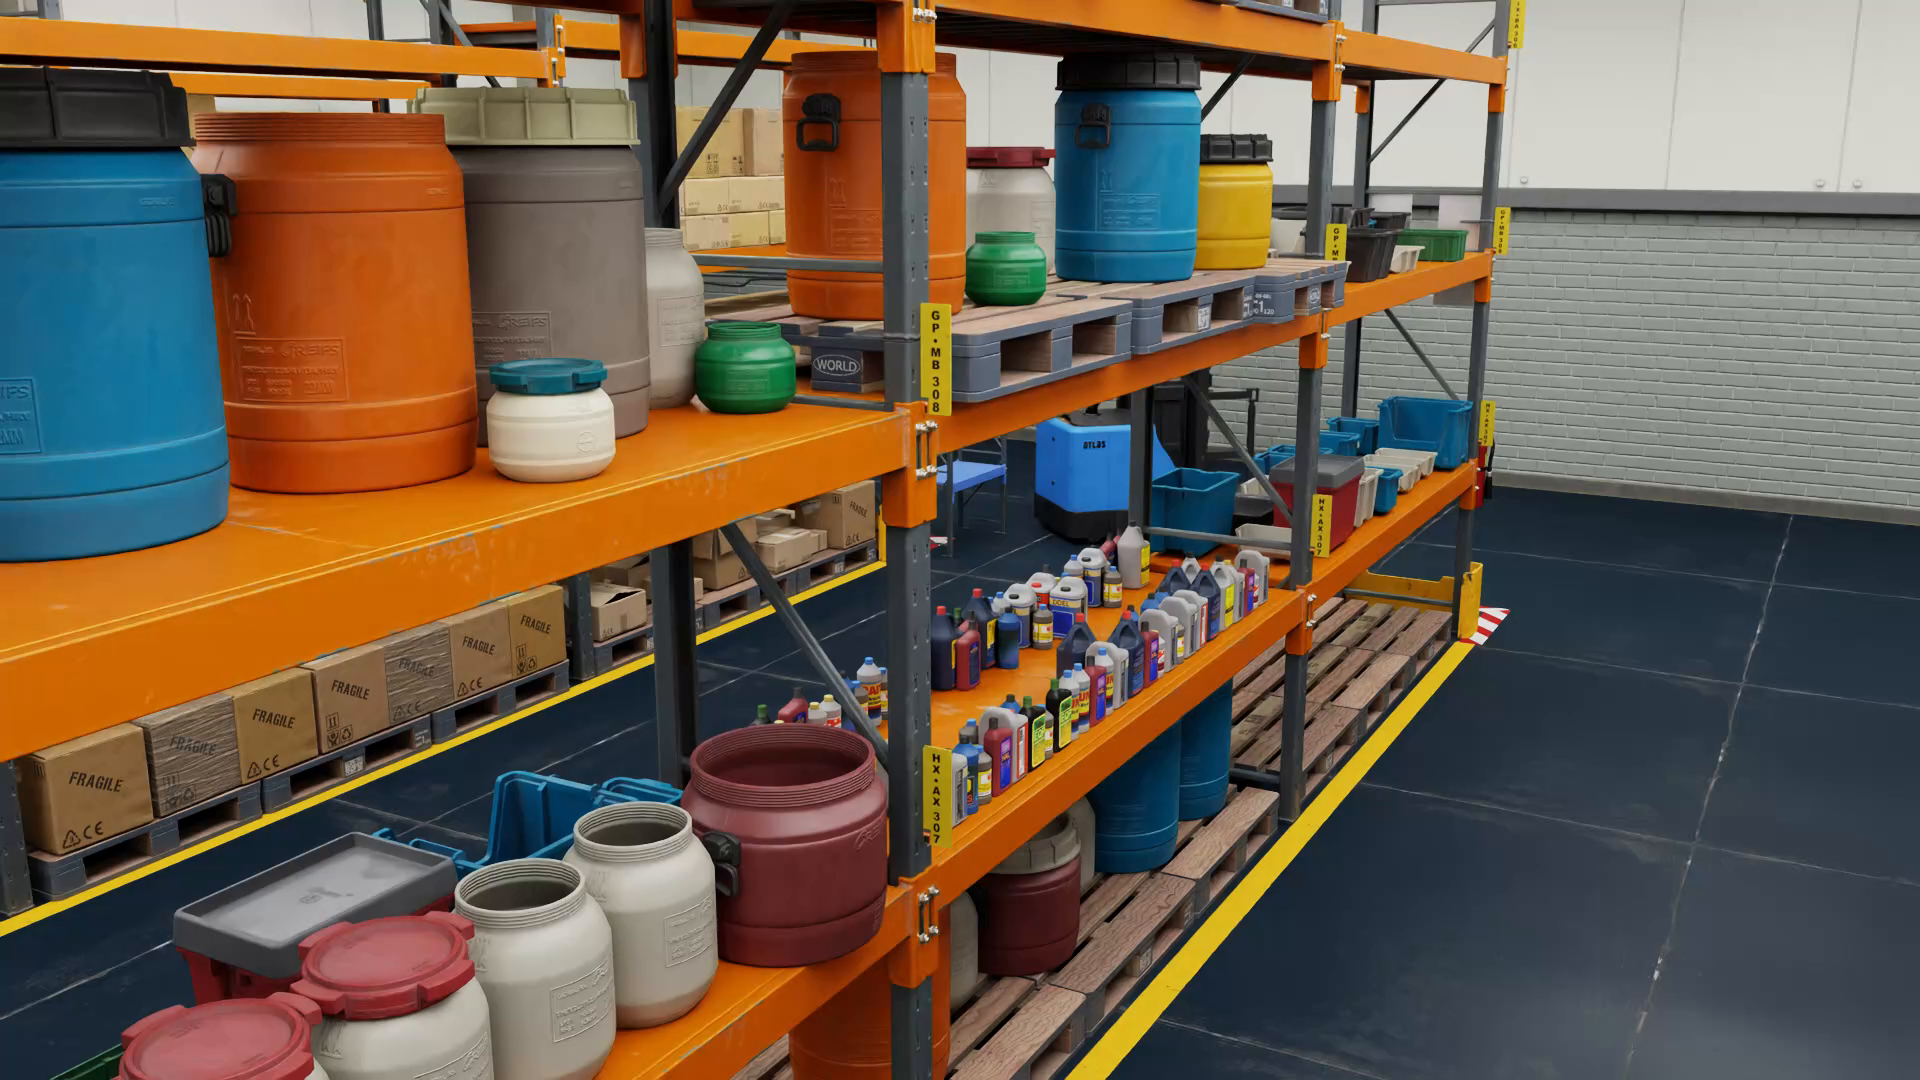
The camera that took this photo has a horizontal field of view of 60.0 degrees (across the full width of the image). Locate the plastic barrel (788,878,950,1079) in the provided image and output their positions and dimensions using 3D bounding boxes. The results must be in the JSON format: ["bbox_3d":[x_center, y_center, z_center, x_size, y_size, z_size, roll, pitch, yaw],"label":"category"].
[{"bbox_3d":[-0.334,1.568,6.081,0.600,0.830,0.708,7,15,28],"label":"plastic barrel"}]

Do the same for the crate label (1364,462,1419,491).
[{"bbox_3d":[2.810,-0.417,11.016,0.396,0.136,0.243,7,15,28],"label":"crate label"}]

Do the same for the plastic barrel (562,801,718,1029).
[{"bbox_3d":[-0.866,1.000,4.462,0.421,0.512,0.421,0,14,0],"label":"plastic barrel"}]

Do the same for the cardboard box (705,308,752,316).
[{"bbox_3d":[-1.735,-1.480,12.643,0.500,0.500,0.500,8,16,30],"label":"cardboard box"}]

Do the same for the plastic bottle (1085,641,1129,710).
[{"bbox_3d":[0.607,0.543,6.862,0.152,0.276,0.135,7,15,28],"label":"plastic bottle"}]

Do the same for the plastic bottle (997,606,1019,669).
[{"bbox_3d":[0.213,0.428,7.351,0.097,0.271,0.097,0,14,0],"label":"plastic bottle"}]

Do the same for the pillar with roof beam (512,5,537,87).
[{"bbox_3d":[-1.044,-5.025,16.893,9.100,9.000,0.400,7,15,28],"label":"pillar with roof beam"}]

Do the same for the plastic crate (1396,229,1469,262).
[{"bbox_3d":[3.085,-1.942,10.959,0.450,0.188,0.336,7,15,28],"label":"plastic crate"}]

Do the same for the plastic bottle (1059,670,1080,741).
[{"bbox_3d":[0.417,0.639,6.472,0.097,0.271,0.097,0,14,0],"label":"plastic bottle"}]

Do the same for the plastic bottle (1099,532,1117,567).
[{"bbox_3d":[0.763,0.110,8.644,0.061,0.283,0.133,7,15,28],"label":"plastic bottle"}]

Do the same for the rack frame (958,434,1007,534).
[{"bbox_3d":[0.205,-0.816,15.434,0.500,1.500,0.032,7,15,28],"label":"rack frame"}]

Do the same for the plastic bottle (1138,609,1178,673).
[{"bbox_3d":[0.873,0.430,7.330,0.152,0.276,0.135,7,15,28],"label":"plastic bottle"}]

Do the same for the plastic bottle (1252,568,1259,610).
[{"bbox_3d":[1.439,0.240,8.280,0.097,0.201,0.097,0,14,0],"label":"plastic bottle"}]

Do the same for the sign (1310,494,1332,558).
[{"bbox_3d":[1.859,-0.073,8.563,0.100,0.325,0.005,7,15,28],"label":"sign"}]

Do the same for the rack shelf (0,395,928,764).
[{"bbox_3d":[-1.522,0.121,3.482,1.077,0.370,4.000,7,15,28],"label":"rack shelf"}]

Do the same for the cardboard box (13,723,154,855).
[{"bbox_3d":[-4.419,1.198,8.277,0.500,0.500,0.500,8,16,30],"label":"cardboard box"}]

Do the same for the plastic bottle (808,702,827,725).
[{"bbox_3d":[-0.550,0.716,6.305,0.097,0.201,0.097,0,14,0],"label":"plastic bottle"}]

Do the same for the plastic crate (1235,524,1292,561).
[{"bbox_3d":[1.729,0.018,9.208,0.396,0.136,0.243,7,15,28],"label":"plastic crate"}]

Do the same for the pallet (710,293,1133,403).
[{"bbox_3d":[-0.100,-0.693,5.727,1.003,0.211,1.213,7,15,28],"label":"pallet"}]

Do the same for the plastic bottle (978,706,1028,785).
[{"bbox_3d":[0.161,0.733,6.076,0.152,0.276,0.135,7,15,28],"label":"plastic bottle"}]

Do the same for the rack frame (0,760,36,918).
[{"bbox_3d":[-4.890,0.257,7.782,1.000,3.000,0.127,7,15,28],"label":"rack frame"}]

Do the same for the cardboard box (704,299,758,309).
[{"bbox_3d":[-1.960,-1.647,13.336,0.500,0.500,0.500,8,16,29],"label":"cardboard box"}]

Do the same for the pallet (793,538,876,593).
[{"bbox_3d":[-1.443,0.151,14.174,1.003,0.211,1.213,7,15,28],"label":"pallet"}]

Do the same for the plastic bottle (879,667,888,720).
[{"bbox_3d":[-0.315,0.616,6.719,0.097,0.201,0.097,0,14,0],"label":"plastic bottle"}]

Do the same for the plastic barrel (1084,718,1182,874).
[{"bbox_3d":[0.758,1.070,7.994,0.600,0.901,0.708,7,15,28],"label":"plastic barrel"}]

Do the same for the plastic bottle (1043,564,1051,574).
[{"bbox_3d":[0.398,0.265,8.002,0.061,0.283,0.133,7,15,28],"label":"plastic bottle"}]

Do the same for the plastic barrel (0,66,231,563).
[{"bbox_3d":[-1.801,-0.459,3.285,0.600,0.901,0.708,7,15,28],"label":"plastic barrel"}]

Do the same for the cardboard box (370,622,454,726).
[{"bbox_3d":[-3.433,0.775,10.030,0.500,0.500,0.500,8,16,29],"label":"cardboard box"}]

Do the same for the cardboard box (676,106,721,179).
[{"bbox_3d":[-2.152,-2.850,11.925,0.700,0.500,0.500,7,15,28],"label":"cardboard box"}]

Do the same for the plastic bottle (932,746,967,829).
[{"bbox_3d":[-0.063,0.828,5.682,0.152,0.276,0.135,7,15,28],"label":"plastic bottle"}]

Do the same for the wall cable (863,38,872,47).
[{"bbox_3d":[0.055,-6.620,19.358,3.097,2.526,0.112,7,15,28],"label":"wall cable"}]

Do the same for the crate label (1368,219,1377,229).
[{"bbox_3d":[2.583,-2.055,11.292,0.408,0.251,0.502,7,15,28],"label":"crate label"}]

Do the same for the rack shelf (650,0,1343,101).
[{"bbox_3d":[0.412,-1.963,6.581,1.077,0.370,4.000,7,15,28],"label":"rack shelf"}]

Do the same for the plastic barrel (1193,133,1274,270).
[{"bbox_3d":[1.115,-1.545,7.560,0.600,0.588,0.600,0,14,0],"label":"plastic barrel"}]

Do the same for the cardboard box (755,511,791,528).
[{"bbox_3d":[-1.775,-0.079,14.106,0.500,0.250,0.500,7,15,28],"label":"cardboard box"}]

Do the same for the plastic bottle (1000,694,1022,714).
[{"bbox_3d":[0.187,0.707,6.191,0.097,0.271,0.097,0,14,0],"label":"plastic bottle"}]

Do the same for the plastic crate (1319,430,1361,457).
[{"bbox_3d":[2.586,-0.621,11.656,0.416,0.233,0.300,7,15,28],"label":"plastic crate"}]

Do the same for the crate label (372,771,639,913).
[{"bbox_3d":[-1.272,0.975,4.729,0.502,0.435,0.616,7,15,28],"label":"crate label"}]

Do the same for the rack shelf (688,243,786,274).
[{"bbox_3d":[-1.989,-2.082,12.621,1.077,0.370,4.000,7,15,28],"label":"rack shelf"}]

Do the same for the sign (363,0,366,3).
[{"bbox_3d":[-5.843,-5.456,16.350,0.100,0.325,0.005,7,15,28],"label":"sign"}]

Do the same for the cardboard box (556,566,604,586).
[{"bbox_3d":[-2.929,0.289,12.046,0.500,0.500,0.500,7,15,28],"label":"cardboard box"}]

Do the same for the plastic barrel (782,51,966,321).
[{"bbox_3d":[-0.278,-1.168,5.482,0.600,0.830,0.708,7,15,28],"label":"plastic barrel"}]

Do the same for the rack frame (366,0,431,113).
[{"bbox_3d":[-5.360,-4.861,16.212,1.000,3.000,0.127,7,15,28],"label":"rack frame"}]

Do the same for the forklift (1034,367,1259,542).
[{"bbox_3d":[2.280,-1.585,15.570,3.031,2.935,1.130,-4,14,-17],"label":"forklift"}]

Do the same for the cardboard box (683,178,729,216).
[{"bbox_3d":[-2.011,-2.467,11.937,0.500,0.250,0.500,7,15,28],"label":"cardboard box"}]

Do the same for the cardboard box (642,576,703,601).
[{"bbox_3d":[-2.154,0.360,12.463,0.380,0.166,0.250,7,15,28],"label":"cardboard box"}]

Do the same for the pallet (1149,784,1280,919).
[{"bbox_3d":[0.969,1.508,8.545,1.003,0.211,1.213,7,15,28],"label":"pallet"}]

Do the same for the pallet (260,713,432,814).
[{"bbox_3d":[-3.905,1.215,9.761,1.003,0.211,1.213,7,15,28],"label":"pallet"}]

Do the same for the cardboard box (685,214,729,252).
[{"bbox_3d":[-2.016,-2.225,11.998,0.500,0.250,0.500,7,15,28],"label":"cardboard box"}]

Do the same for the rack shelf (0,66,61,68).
[{"bbox_3d":[-8.261,-3.086,11.237,1.077,0.370,4.000,7,15,28],"label":"rack shelf"}]

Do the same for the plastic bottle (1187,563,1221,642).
[{"bbox_3d":[1.131,0.286,7.768,0.144,0.351,0.185,7,15,28],"label":"plastic bottle"}]

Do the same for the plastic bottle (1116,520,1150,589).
[{"bbox_3d":[0.905,0.066,8.679,0.144,0.351,0.185,7,15,28],"label":"plastic bottle"}]

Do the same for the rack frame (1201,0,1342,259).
[{"bbox_3d":[1.378,-2.918,8.152,1.000,3.000,0.127,7,15,28],"label":"rack frame"}]

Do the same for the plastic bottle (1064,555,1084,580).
[{"bbox_3d":[0.564,0.209,8.258,0.097,0.271,0.097,0,14,0],"label":"plastic bottle"}]

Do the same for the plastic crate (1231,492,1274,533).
[{"bbox_3d":[1.684,-0.157,9.959,0.437,0.125,0.590,7,15,28],"label":"plastic crate"}]

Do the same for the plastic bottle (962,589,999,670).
[{"bbox_3d":[0.087,0.384,7.361,0.144,0.351,0.185,7,15,28],"label":"plastic bottle"}]

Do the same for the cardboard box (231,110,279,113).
[{"bbox_3d":[-6.227,-3.449,14.366,0.500,0.500,0.500,7,15,28],"label":"cardboard box"}]

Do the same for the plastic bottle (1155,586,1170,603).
[{"bbox_3d":[0.932,0.347,7.686,0.097,0.271,0.097,0,14,0],"label":"plastic bottle"}]

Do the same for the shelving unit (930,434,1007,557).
[{"bbox_3d":[-0.041,-0.712,15.002,0.538,1.500,1.048,7,15,28],"label":"shelving unit"}]
